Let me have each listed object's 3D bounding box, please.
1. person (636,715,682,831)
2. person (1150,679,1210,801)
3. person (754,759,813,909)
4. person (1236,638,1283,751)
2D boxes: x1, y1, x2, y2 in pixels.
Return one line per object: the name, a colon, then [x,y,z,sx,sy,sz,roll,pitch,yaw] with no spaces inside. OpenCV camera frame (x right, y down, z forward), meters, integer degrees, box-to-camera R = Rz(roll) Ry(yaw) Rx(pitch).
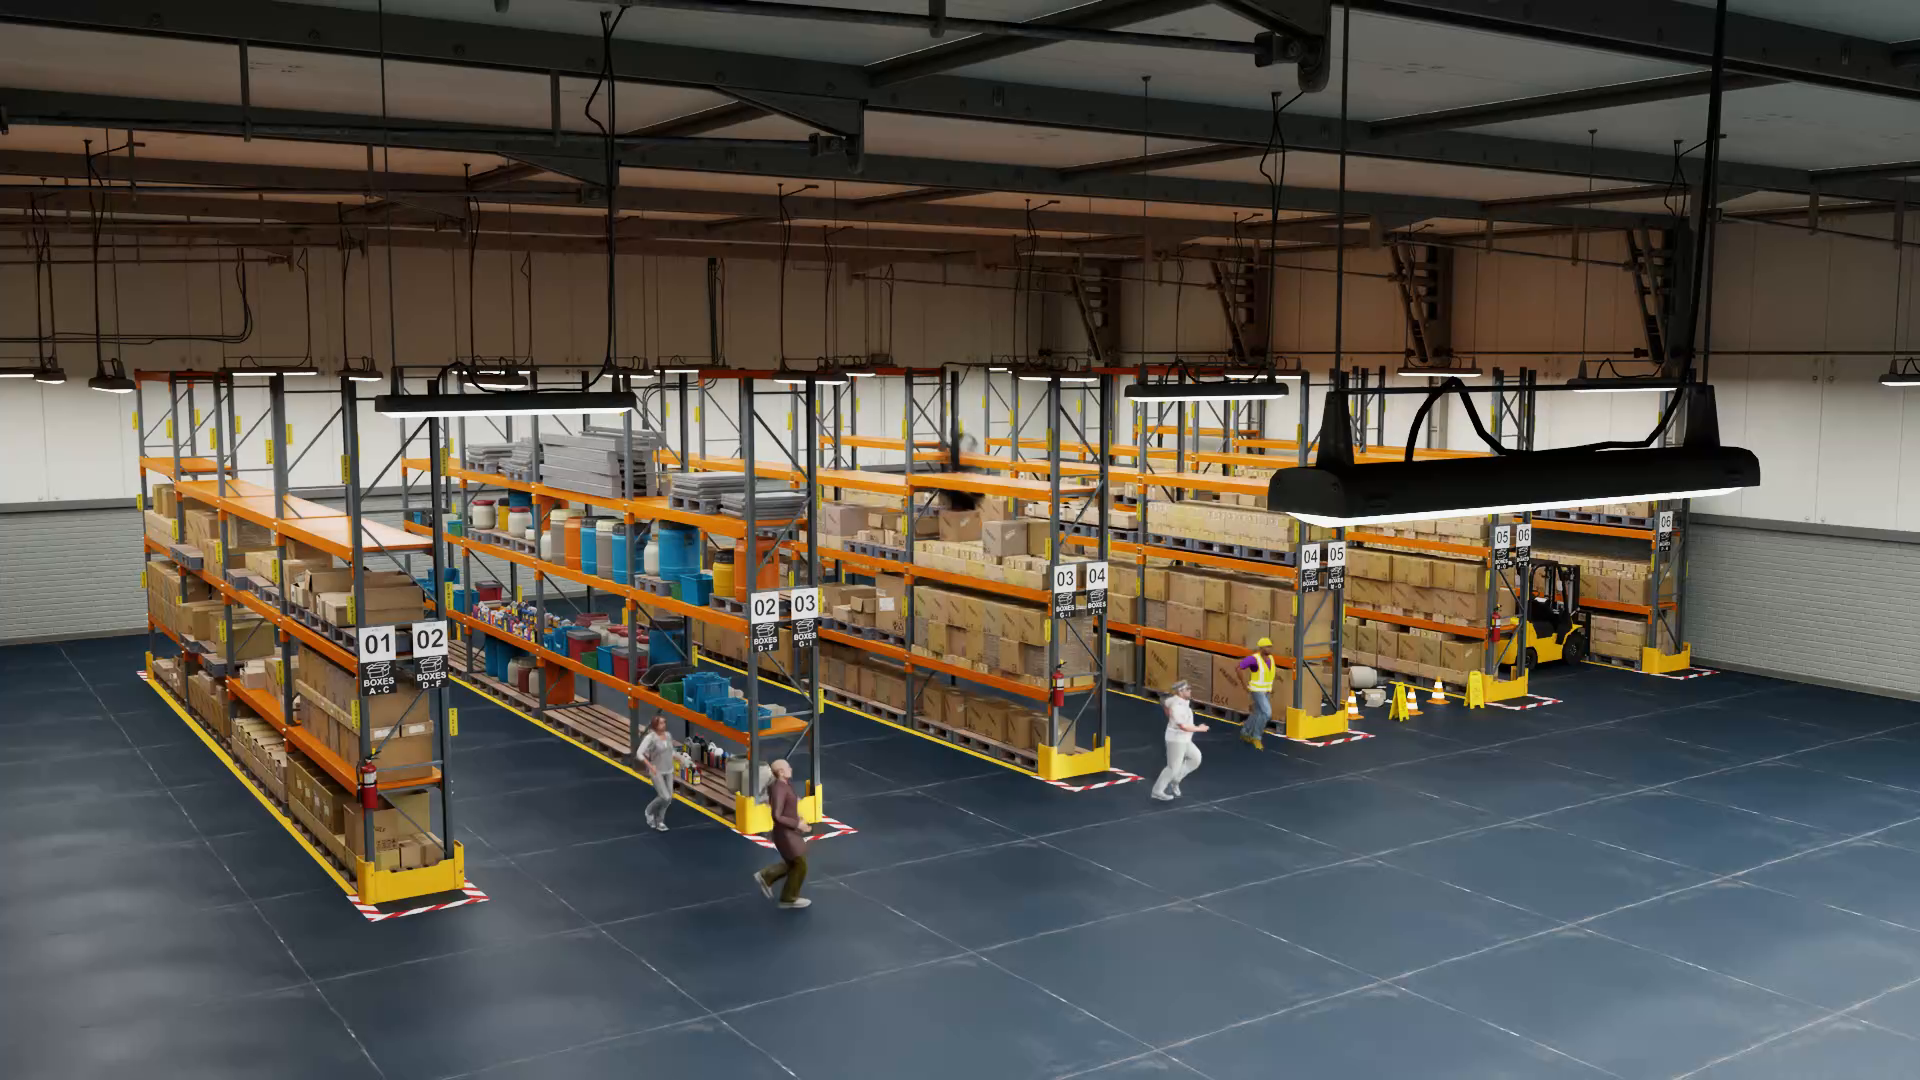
person: [-3.925,3.088,21.937,0.540,1.543,0.531,6,9,41]
person: [3.120,2.800,23.497,0.815,1.735,0.688,1,7,11]
person: [-2.019,3.340,18.913,0.669,1.724,0.707,-1,7,-8]
person: [4.839,2.461,26.759,0.693,1.800,0.741,-6,9,-44]
